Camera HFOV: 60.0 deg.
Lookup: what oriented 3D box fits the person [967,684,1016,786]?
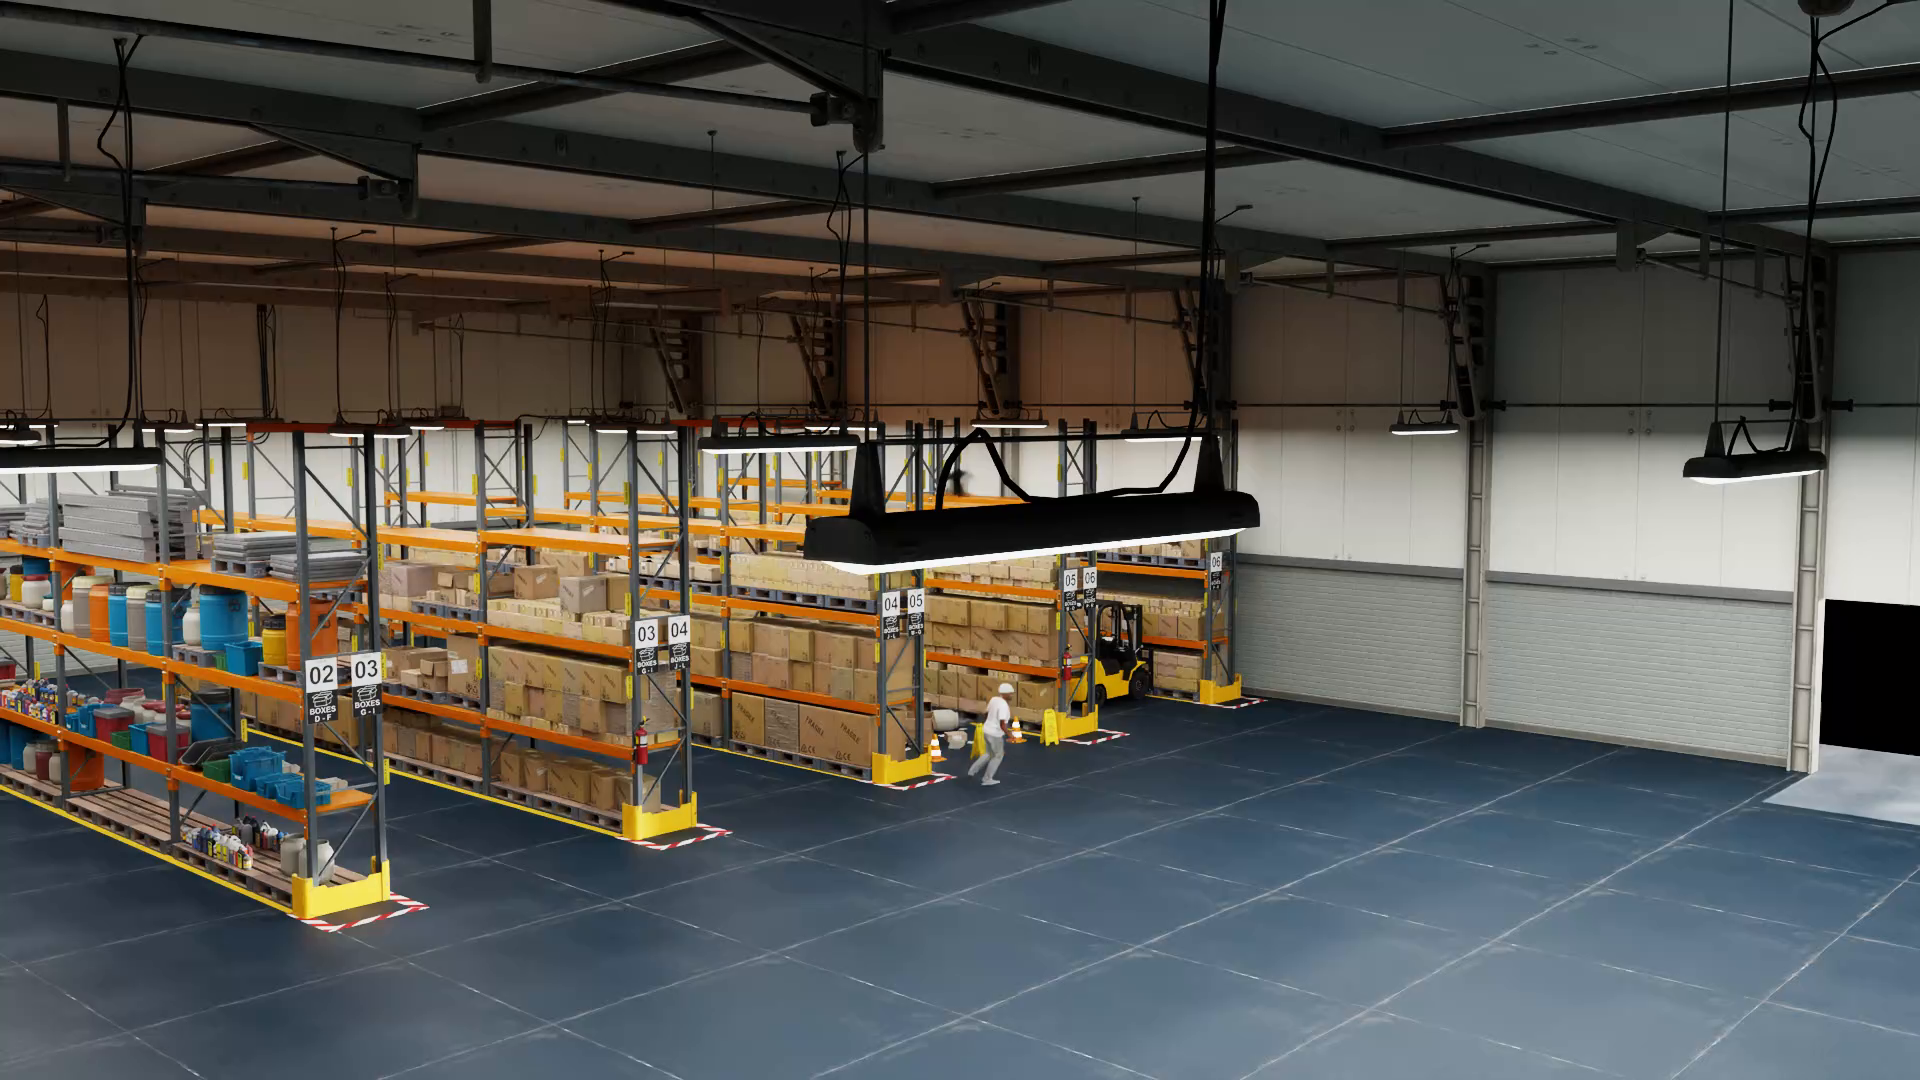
[{"bbox_3d":[0.534,3.232,27.627,0.789,1.694,0.673,-2,5,-20],"label":"person"}]
